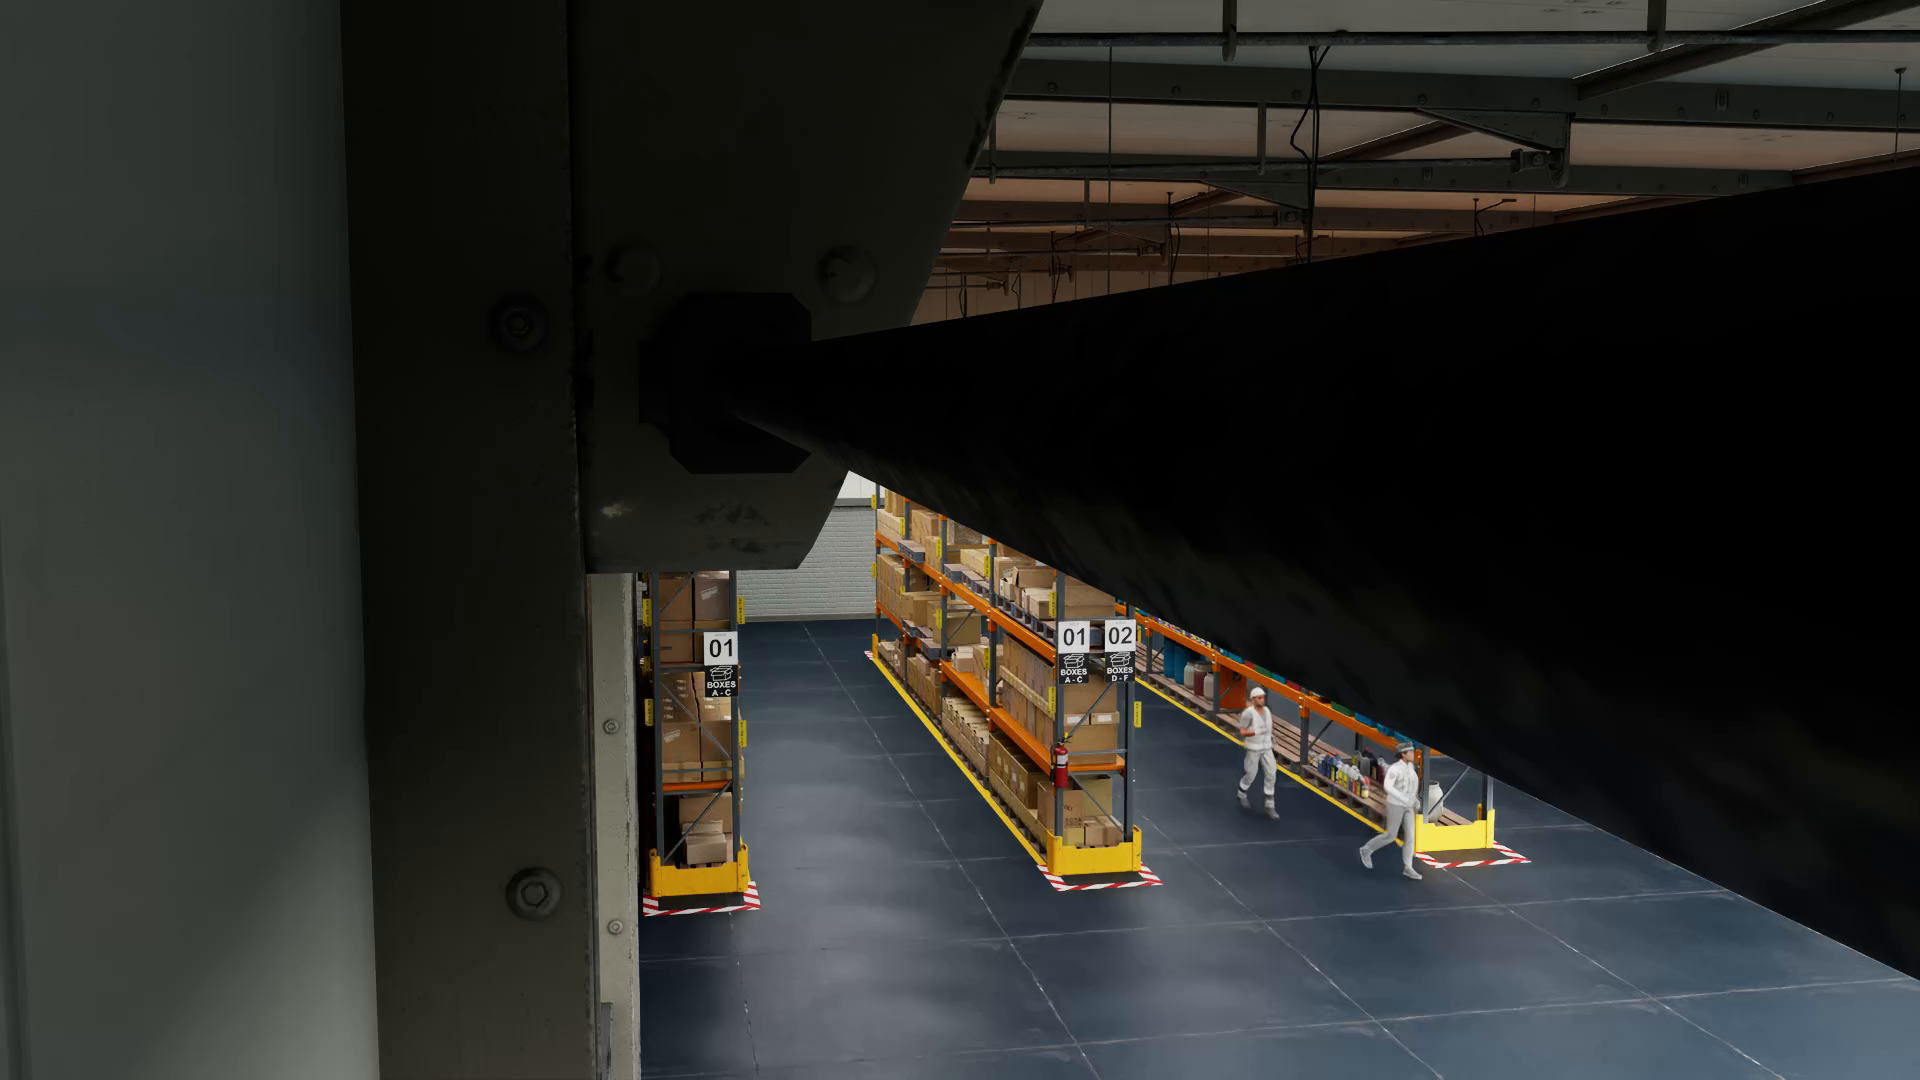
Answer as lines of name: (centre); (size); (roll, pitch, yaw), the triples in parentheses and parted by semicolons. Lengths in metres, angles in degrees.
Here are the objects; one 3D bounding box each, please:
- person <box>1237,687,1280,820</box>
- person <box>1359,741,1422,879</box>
person: (4.229, 2.996, 23.603); (0.636, 1.821, 0.843); (-3, 6, -23)
person: (5.554, 3.344, 20.914); (0.677, 1.655, 0.855); (-5, 8, -42)
